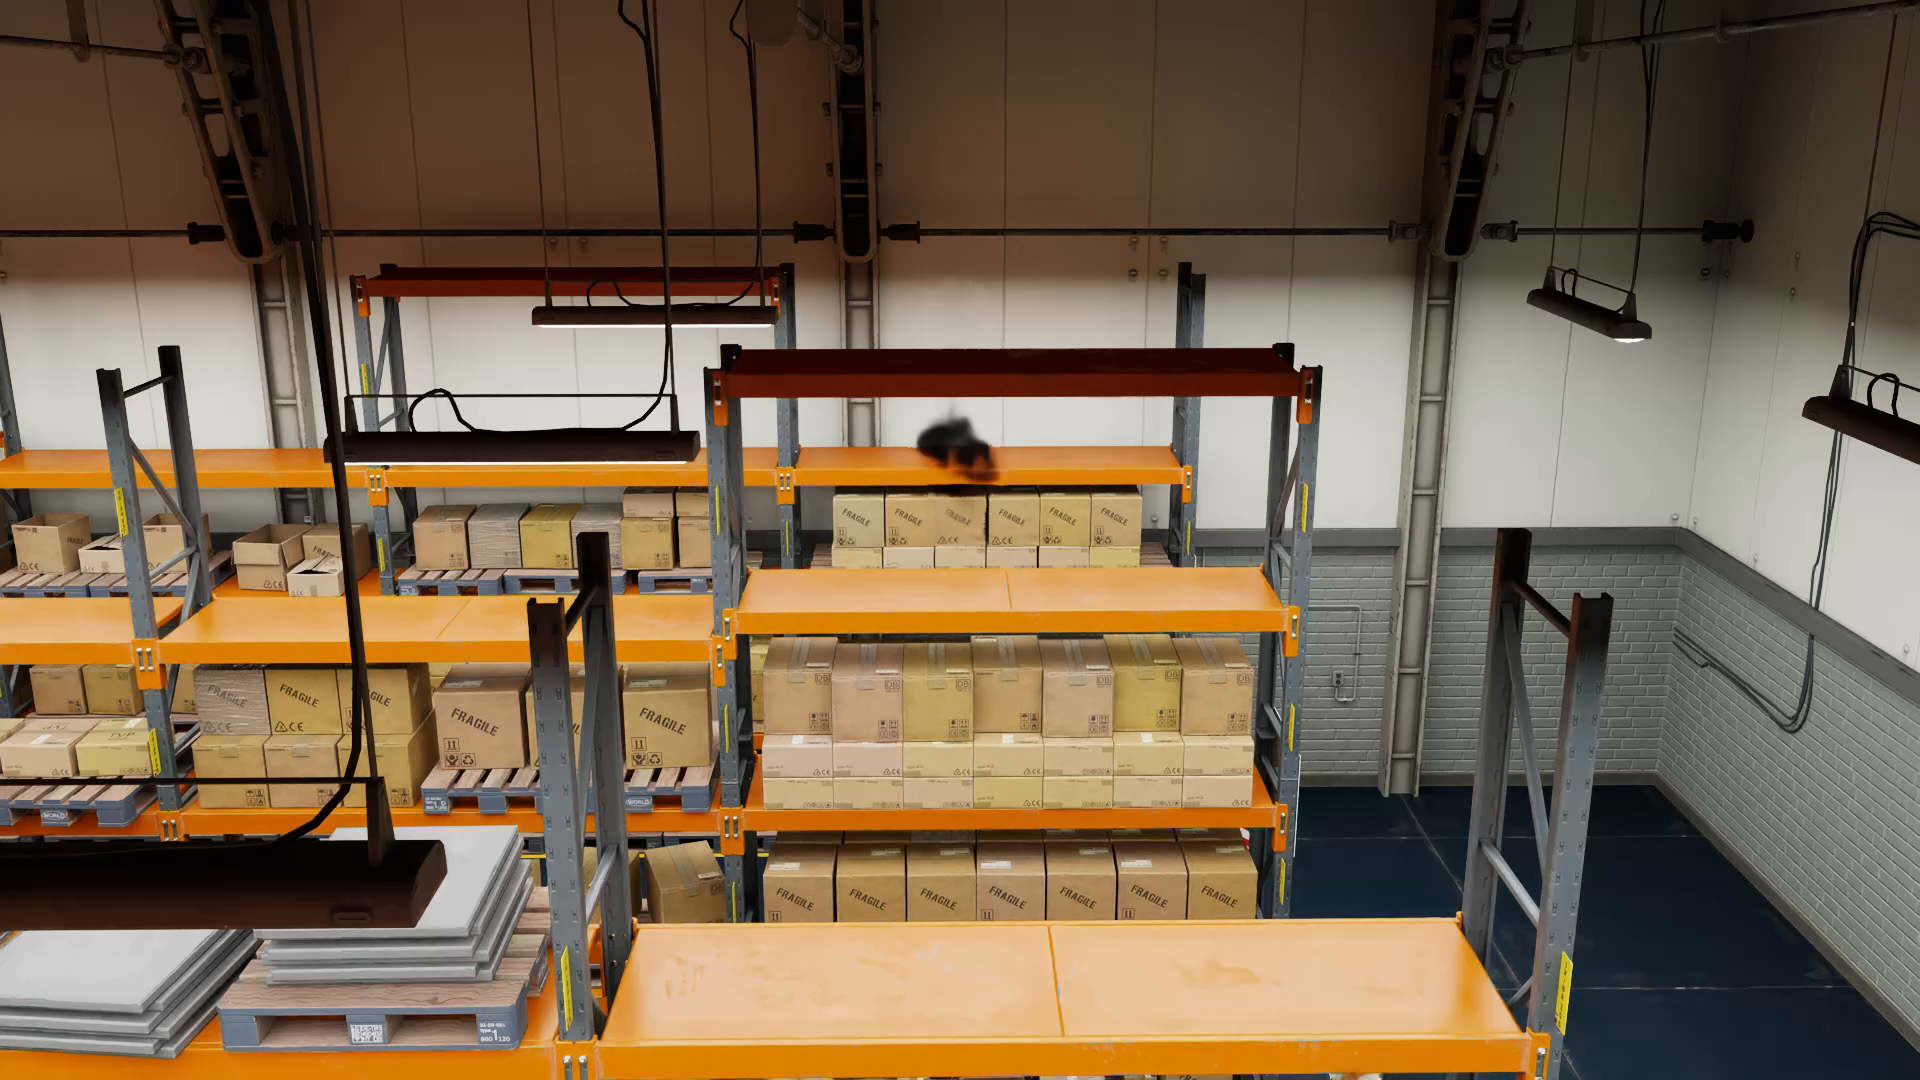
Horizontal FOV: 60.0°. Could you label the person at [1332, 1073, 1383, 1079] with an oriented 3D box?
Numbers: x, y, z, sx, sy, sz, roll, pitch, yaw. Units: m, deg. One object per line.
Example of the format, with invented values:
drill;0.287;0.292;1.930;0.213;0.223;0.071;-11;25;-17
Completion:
person;2.717;4.152;11.471;0.591;1.594;0.730;15;22;42
